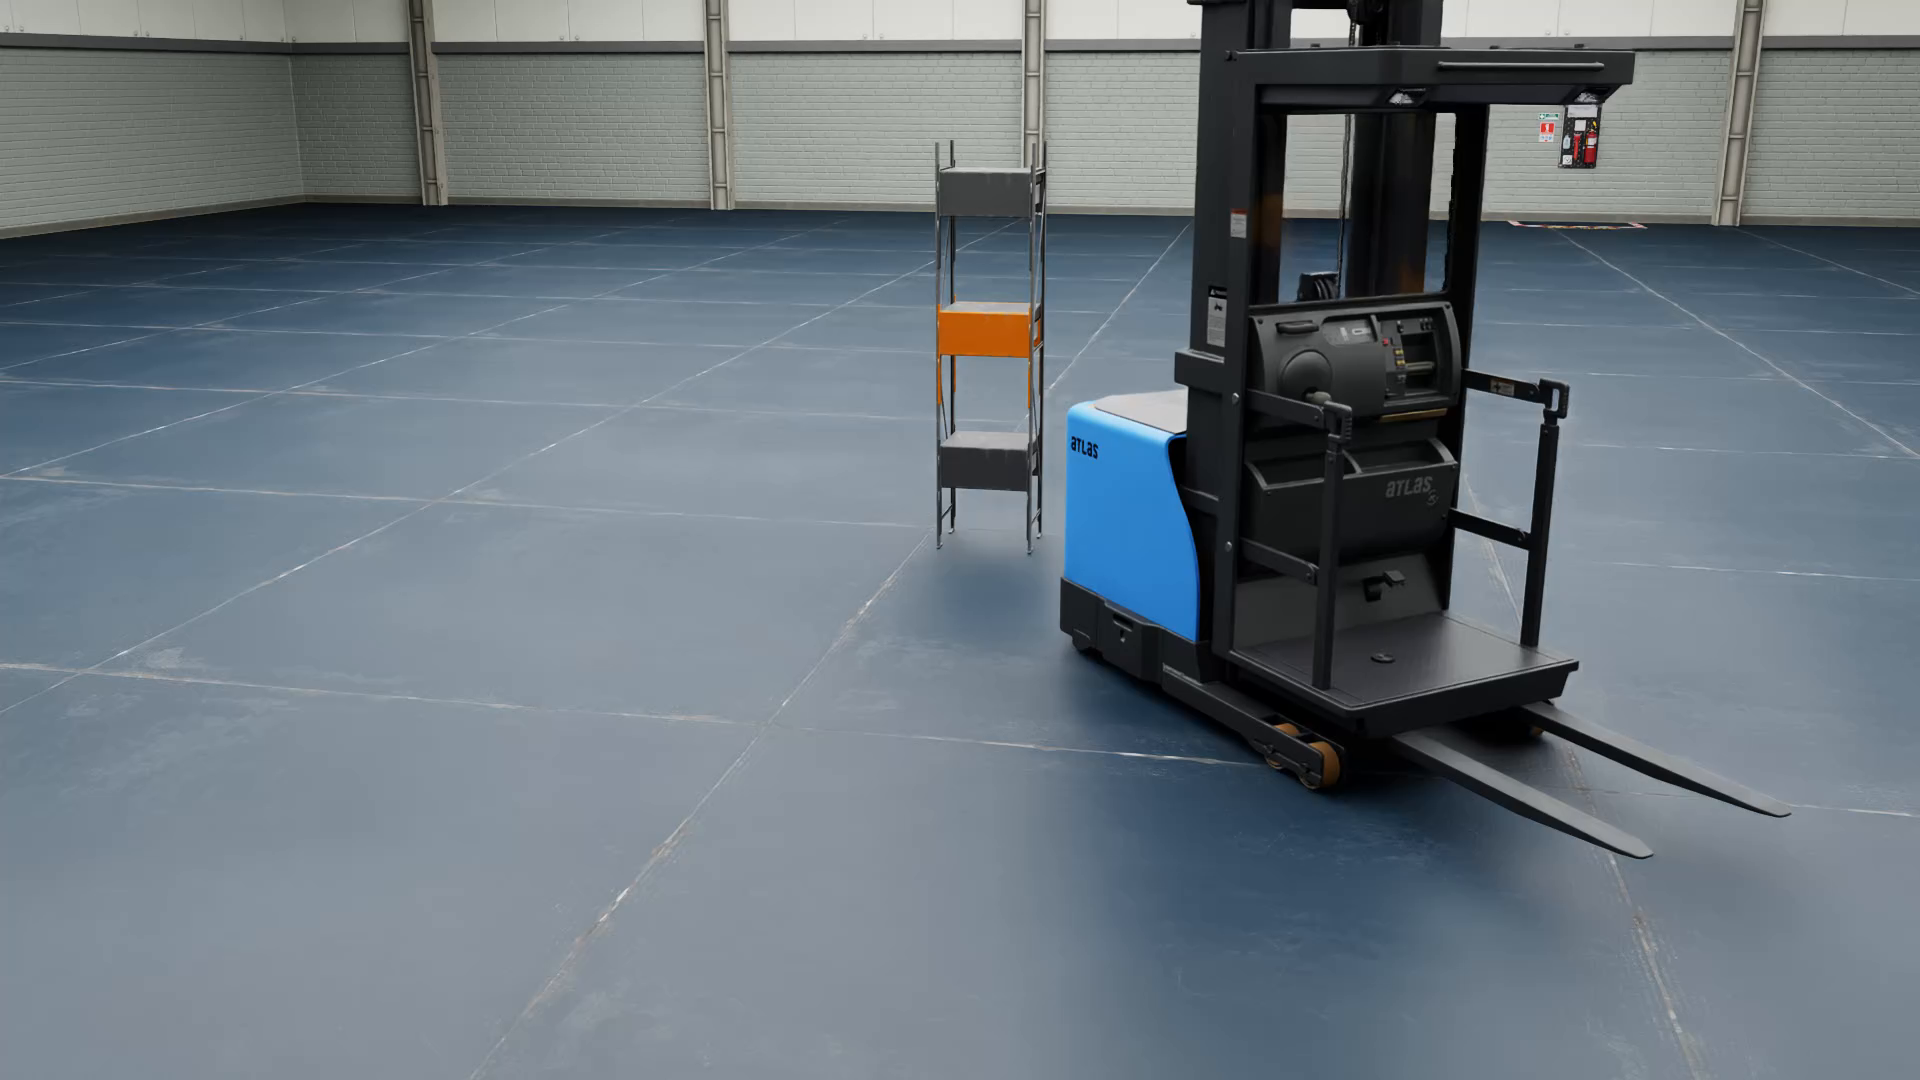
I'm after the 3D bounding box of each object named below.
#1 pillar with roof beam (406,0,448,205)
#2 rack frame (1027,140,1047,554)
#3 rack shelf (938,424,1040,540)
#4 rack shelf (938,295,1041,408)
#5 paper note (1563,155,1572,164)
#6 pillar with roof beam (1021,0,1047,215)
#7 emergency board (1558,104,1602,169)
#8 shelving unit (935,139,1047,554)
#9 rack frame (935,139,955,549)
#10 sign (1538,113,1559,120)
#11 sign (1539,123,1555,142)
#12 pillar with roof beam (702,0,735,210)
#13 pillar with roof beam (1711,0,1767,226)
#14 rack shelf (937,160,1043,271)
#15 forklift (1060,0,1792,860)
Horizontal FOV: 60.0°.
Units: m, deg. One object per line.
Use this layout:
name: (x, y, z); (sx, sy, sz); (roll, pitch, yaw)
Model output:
pillar with roof beam: (-11.284, -9.881, 27.807); (0.400, 9.000, 9.100); (3, 16, 11)
rack frame: (0.401, -0.990, 8.633); (0.015, 2.100, 0.400); (3, 16, 11)
rack shelf: (0.162, -0.315, 8.870); (0.480, 0.518, 0.431); (3, 16, 11)
rack shelf: (0.162, -0.990, 8.684); (0.480, 0.518, 0.431); (3, 16, 11)
paper note: (10.518, -6.584, 28.792); (0.142, 0.148, 0.016); (3, 16, 11)
pillar with roof beam: (0.475, -9.243, 25.503); (0.400, 9.000, 9.100); (3, 16, 11)
emergency board: (10.678, -6.981, 28.575); (0.643, 1.169, 0.194); (3, 16, 11)
shelving unit: (0.162, -1.003, 8.680); (0.503, 2.100, 0.431); (3, 16, 11)
rack frame: (-0.077, -1.016, 8.727); (0.015, 2.100, 0.400); (3, 16, 11)
sign: (10.160, -7.307, 28.694); (0.331, 0.109, 0.001); (3, 16, 11)
sign: (10.157, -7.055, 28.774); (0.234, 0.329, 0.001); (3, 16, 11)
pillar with roof beam: (-5.405, -9.562, 26.655); (0.400, 9.000, 9.100); (3, 16, 11)
pillar with roof beam: (12.234, -8.605, 23.198); (0.400, 9.000, 9.100); (3, 16, 11)
rack shelf: (0.162, -1.665, 8.497); (0.480, 0.518, 0.431); (3, 16, 11)
forklift: (1.569, -0.674, 5.935); (1.130, 2.935, 3.031); (-8, 17, -27)
